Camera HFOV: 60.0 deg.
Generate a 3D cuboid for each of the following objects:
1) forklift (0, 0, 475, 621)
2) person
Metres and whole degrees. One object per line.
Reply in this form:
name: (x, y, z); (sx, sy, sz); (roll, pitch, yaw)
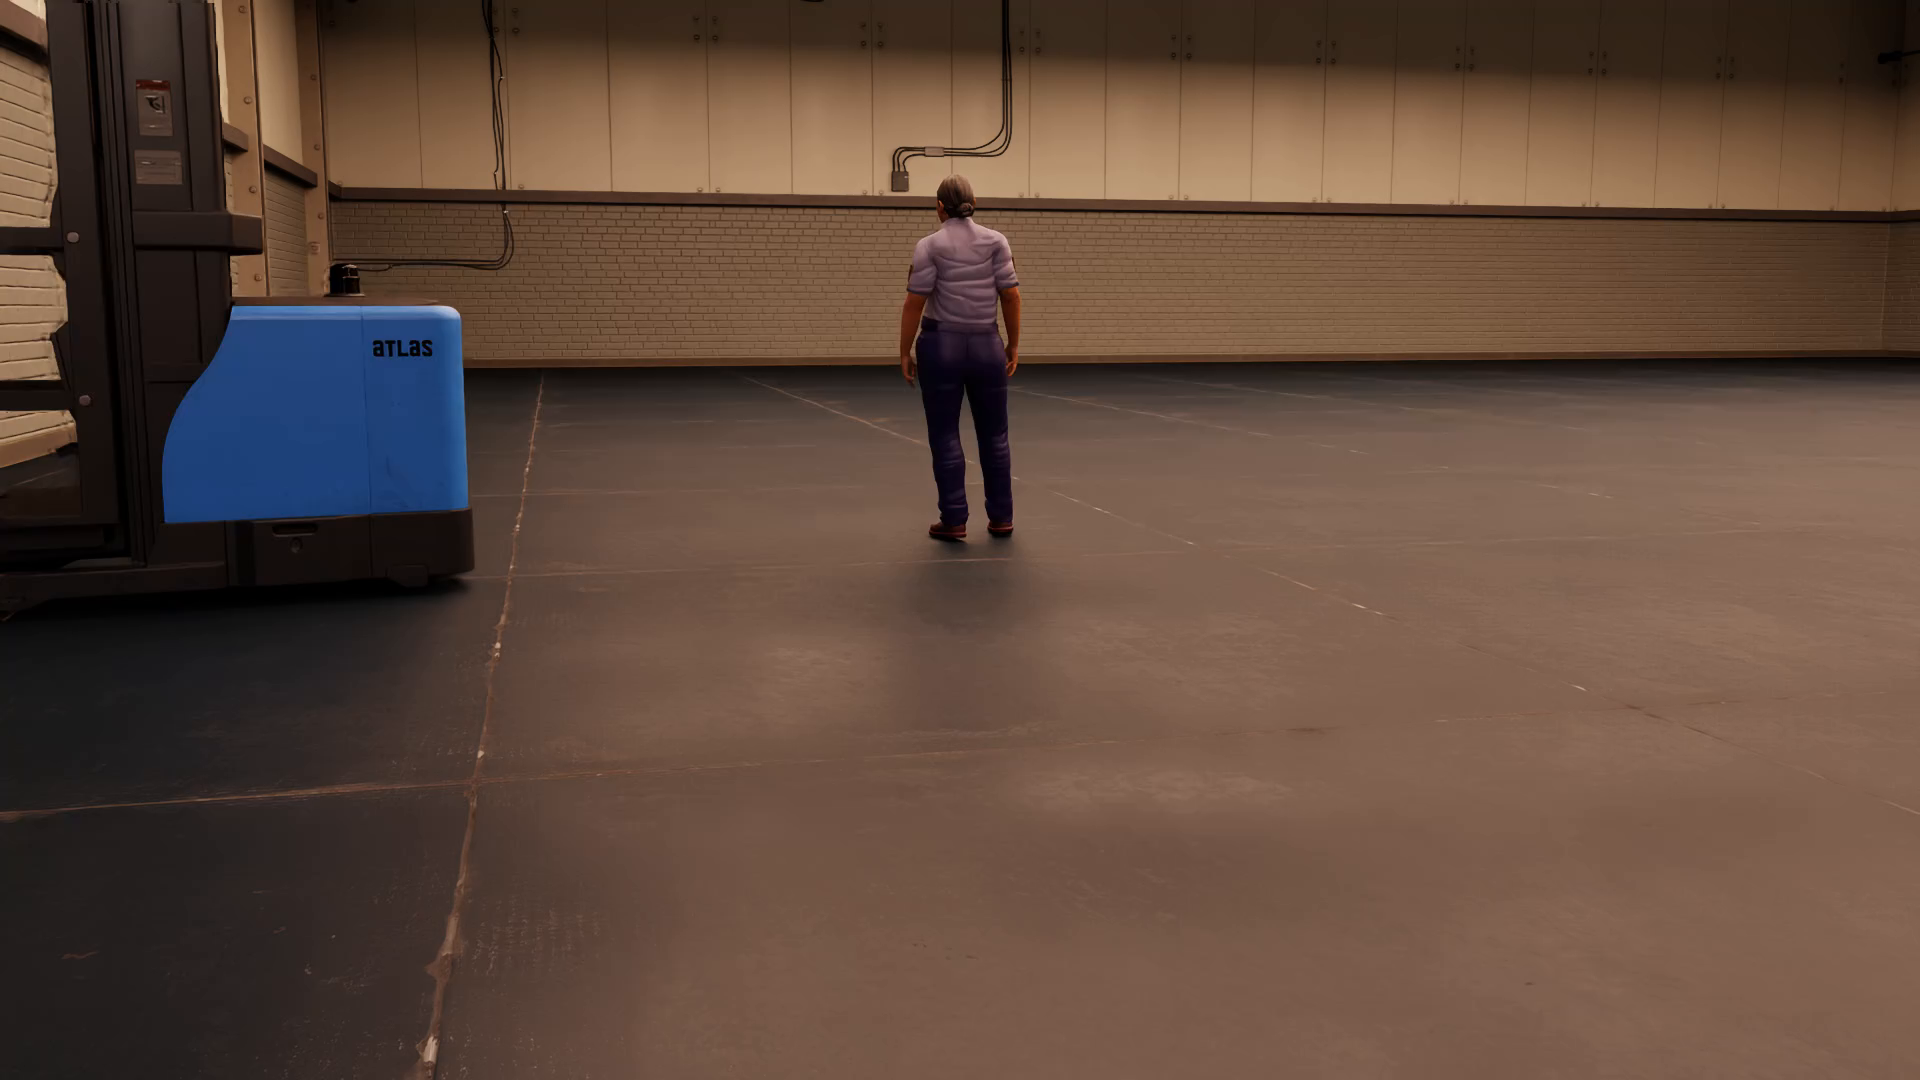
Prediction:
forklift: (-3.429, -1.243, 6.013); (3.031, 2.935, 1.130); (-3, 9, -23)
person: (0.001, -0.833, 7.684); (0.598, 1.643, 0.503); (-2, 8, -13)
